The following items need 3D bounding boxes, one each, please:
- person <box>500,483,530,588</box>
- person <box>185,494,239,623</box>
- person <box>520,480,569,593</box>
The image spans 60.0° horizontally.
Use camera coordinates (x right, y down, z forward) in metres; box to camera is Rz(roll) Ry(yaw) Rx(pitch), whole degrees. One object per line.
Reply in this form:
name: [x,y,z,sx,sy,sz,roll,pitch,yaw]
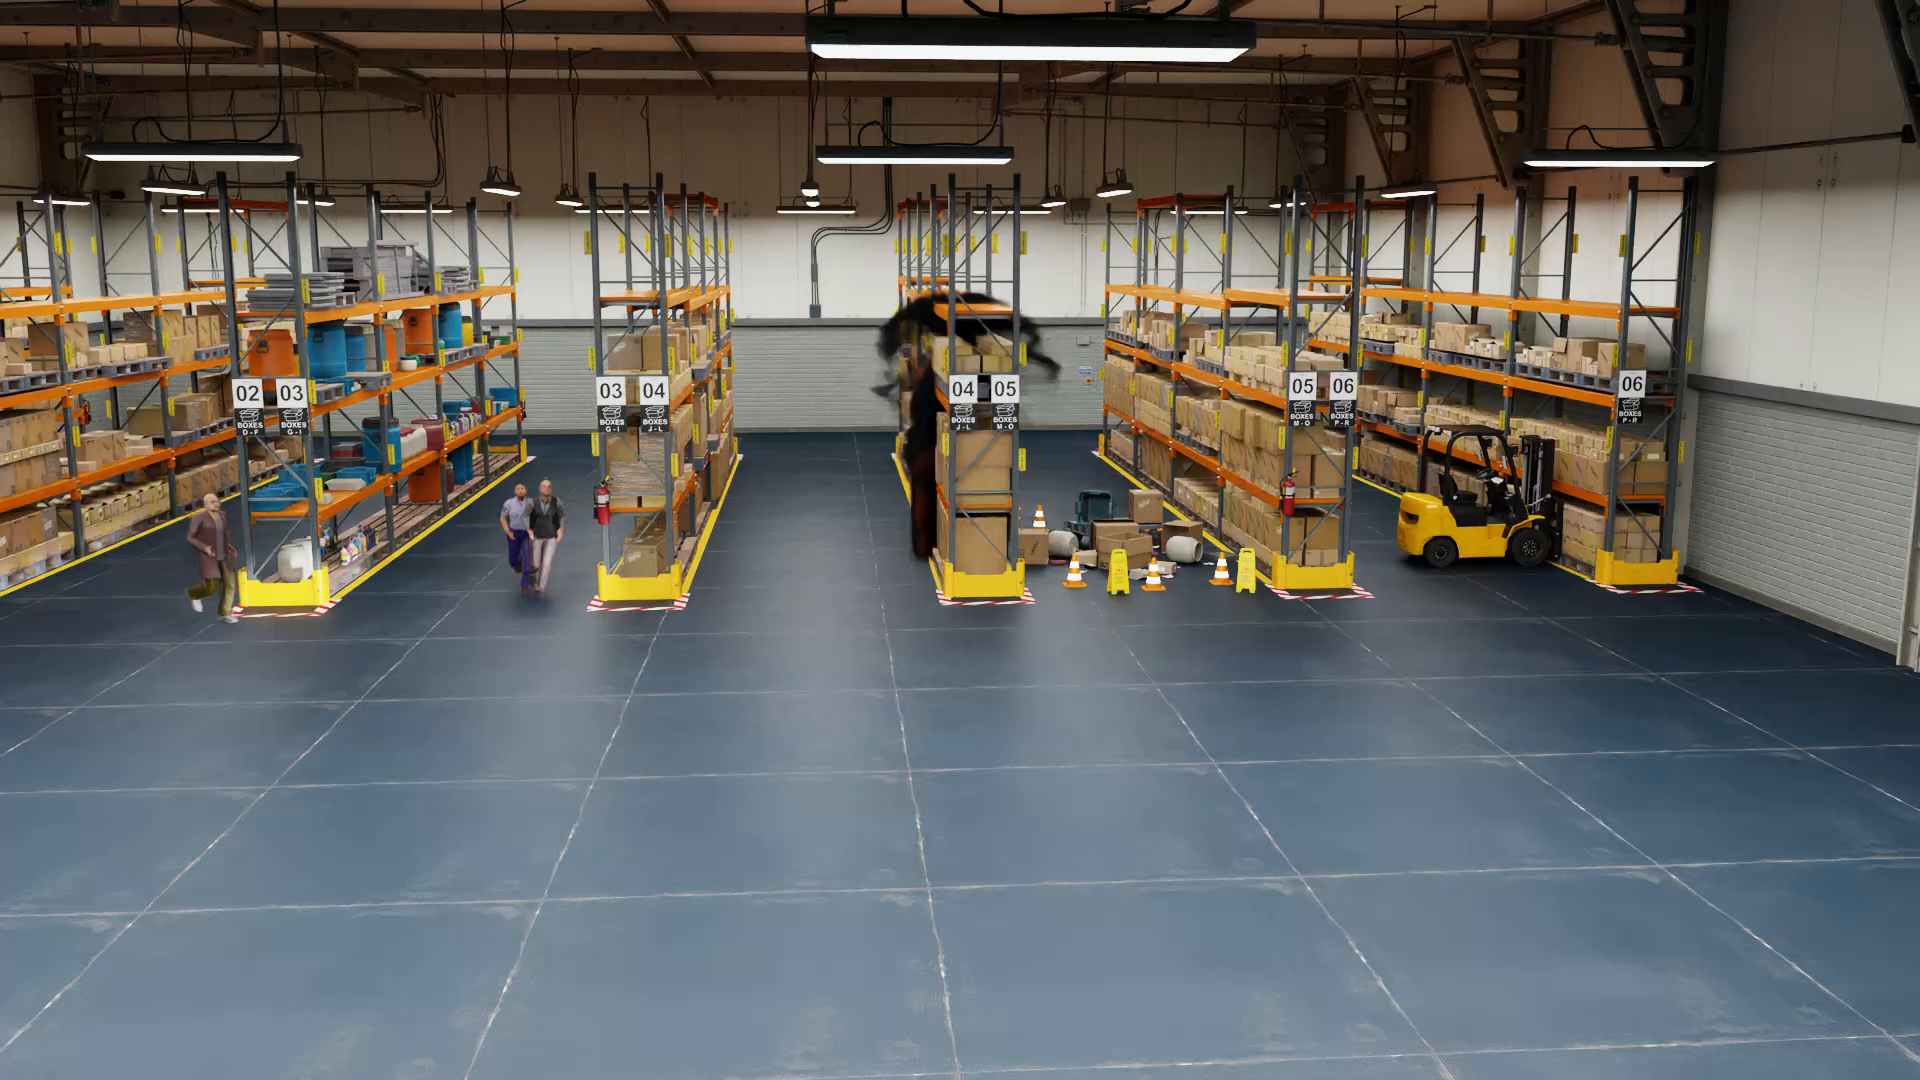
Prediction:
person: [-6.449,-0.096,24.489,0.597,1.525,0.722,-2,10,-11]
person: [-10.083,0.232,22.388,0.873,1.743,0.698,6,12,30]
person: [-6.009,-0.061,24.096,0.684,1.630,0.576,-3,11,-19]
